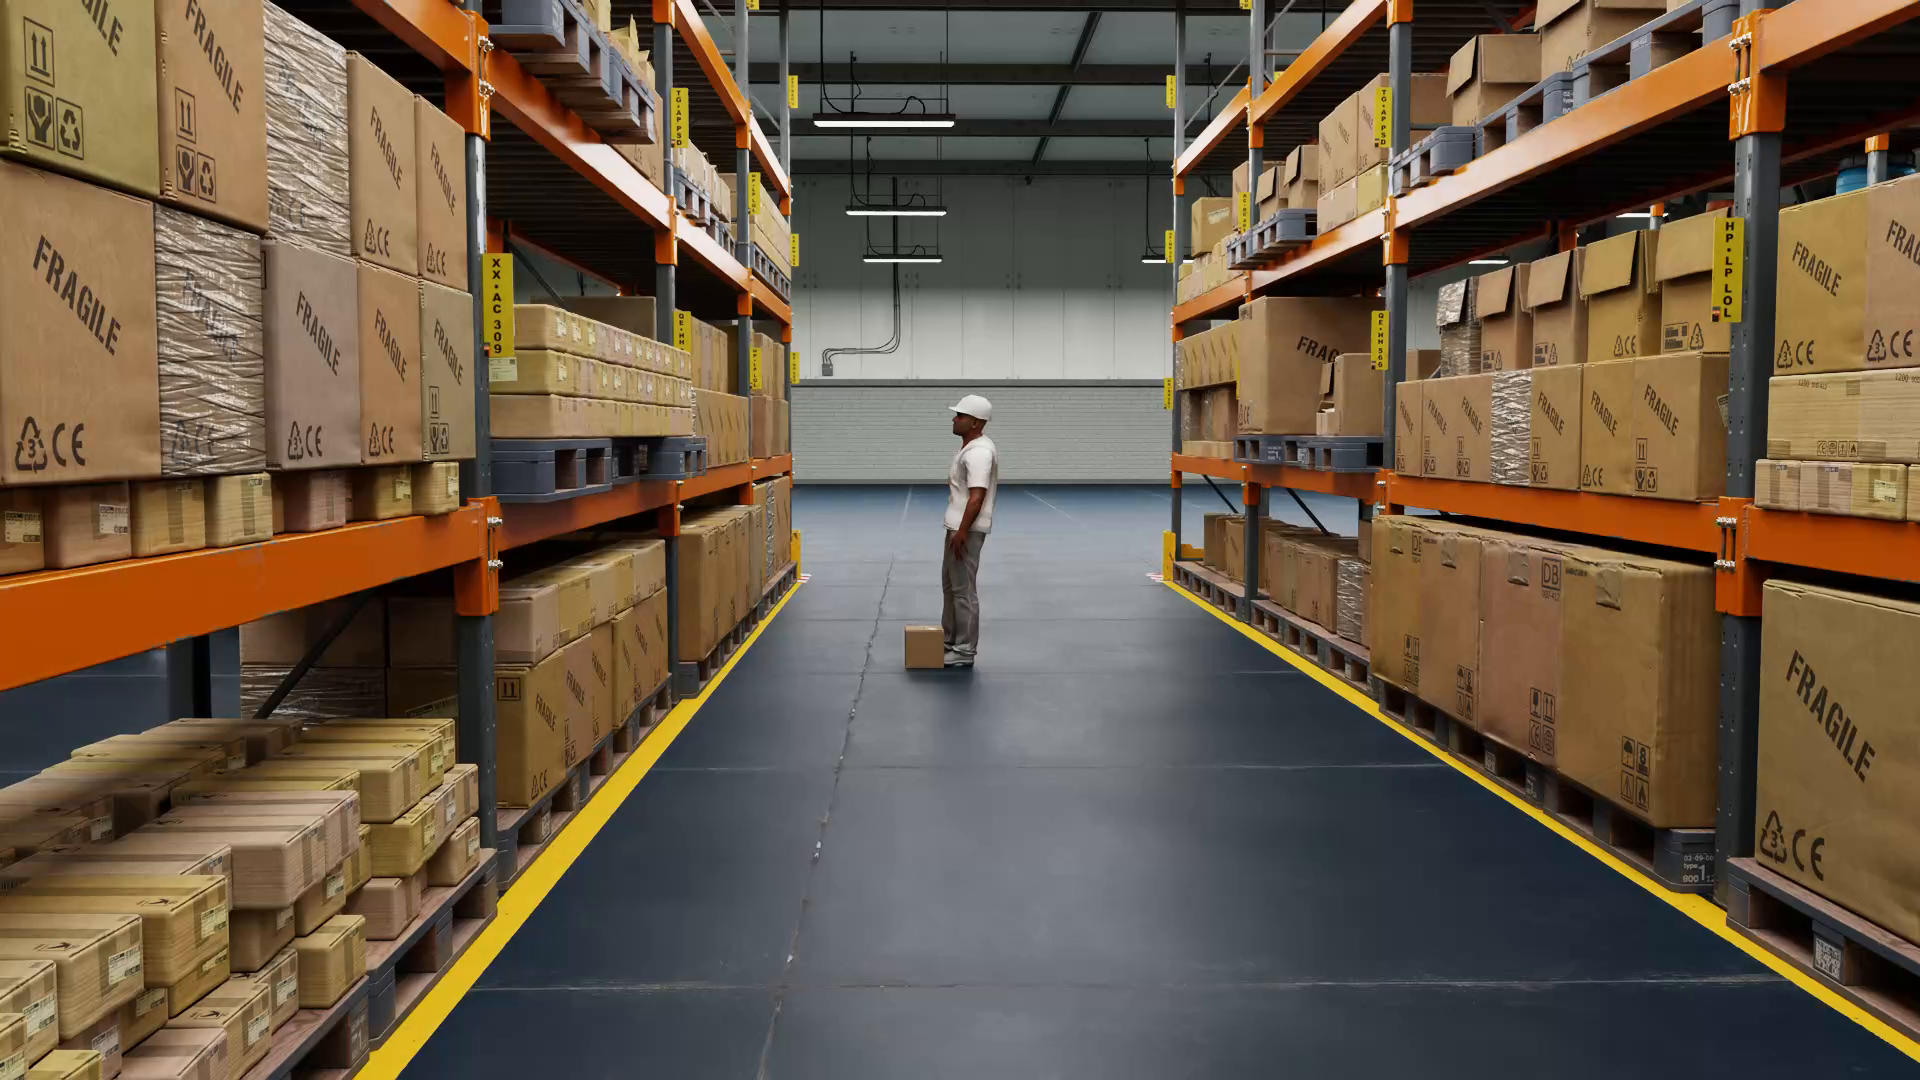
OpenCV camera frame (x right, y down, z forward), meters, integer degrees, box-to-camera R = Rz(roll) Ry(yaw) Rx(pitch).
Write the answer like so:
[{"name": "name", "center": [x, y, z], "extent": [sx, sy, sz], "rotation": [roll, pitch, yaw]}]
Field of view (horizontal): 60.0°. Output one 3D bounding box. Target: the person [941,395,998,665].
[{"name": "person", "center": [-0.036, -0.064, 10.906], "extent": [0.574, 1.768, 0.665], "rotation": [0, 4, -1]}]
